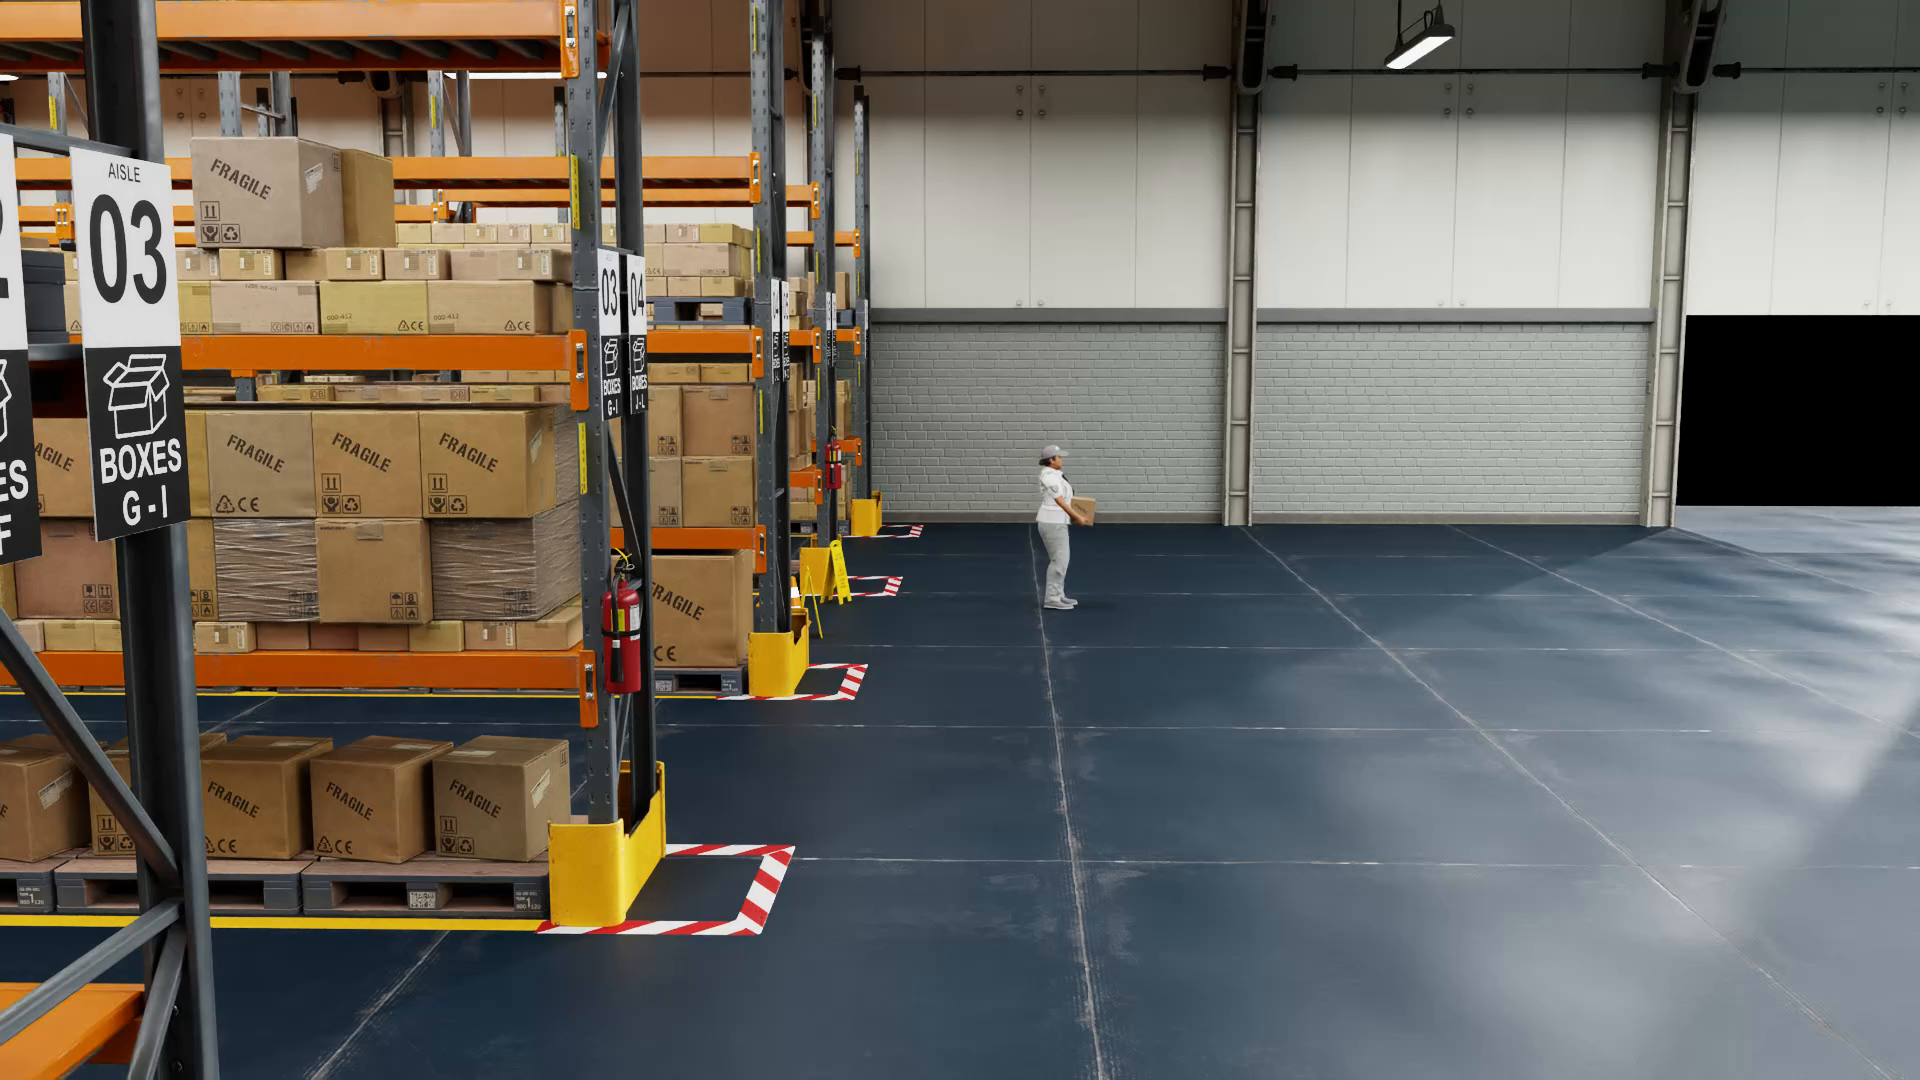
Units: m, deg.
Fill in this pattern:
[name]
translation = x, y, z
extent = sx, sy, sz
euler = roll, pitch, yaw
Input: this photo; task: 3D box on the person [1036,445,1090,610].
[person]
translation = 1.042, -0.138, 16.886
extent = 0.541, 1.657, 0.455
euler = 0, 7, 2
